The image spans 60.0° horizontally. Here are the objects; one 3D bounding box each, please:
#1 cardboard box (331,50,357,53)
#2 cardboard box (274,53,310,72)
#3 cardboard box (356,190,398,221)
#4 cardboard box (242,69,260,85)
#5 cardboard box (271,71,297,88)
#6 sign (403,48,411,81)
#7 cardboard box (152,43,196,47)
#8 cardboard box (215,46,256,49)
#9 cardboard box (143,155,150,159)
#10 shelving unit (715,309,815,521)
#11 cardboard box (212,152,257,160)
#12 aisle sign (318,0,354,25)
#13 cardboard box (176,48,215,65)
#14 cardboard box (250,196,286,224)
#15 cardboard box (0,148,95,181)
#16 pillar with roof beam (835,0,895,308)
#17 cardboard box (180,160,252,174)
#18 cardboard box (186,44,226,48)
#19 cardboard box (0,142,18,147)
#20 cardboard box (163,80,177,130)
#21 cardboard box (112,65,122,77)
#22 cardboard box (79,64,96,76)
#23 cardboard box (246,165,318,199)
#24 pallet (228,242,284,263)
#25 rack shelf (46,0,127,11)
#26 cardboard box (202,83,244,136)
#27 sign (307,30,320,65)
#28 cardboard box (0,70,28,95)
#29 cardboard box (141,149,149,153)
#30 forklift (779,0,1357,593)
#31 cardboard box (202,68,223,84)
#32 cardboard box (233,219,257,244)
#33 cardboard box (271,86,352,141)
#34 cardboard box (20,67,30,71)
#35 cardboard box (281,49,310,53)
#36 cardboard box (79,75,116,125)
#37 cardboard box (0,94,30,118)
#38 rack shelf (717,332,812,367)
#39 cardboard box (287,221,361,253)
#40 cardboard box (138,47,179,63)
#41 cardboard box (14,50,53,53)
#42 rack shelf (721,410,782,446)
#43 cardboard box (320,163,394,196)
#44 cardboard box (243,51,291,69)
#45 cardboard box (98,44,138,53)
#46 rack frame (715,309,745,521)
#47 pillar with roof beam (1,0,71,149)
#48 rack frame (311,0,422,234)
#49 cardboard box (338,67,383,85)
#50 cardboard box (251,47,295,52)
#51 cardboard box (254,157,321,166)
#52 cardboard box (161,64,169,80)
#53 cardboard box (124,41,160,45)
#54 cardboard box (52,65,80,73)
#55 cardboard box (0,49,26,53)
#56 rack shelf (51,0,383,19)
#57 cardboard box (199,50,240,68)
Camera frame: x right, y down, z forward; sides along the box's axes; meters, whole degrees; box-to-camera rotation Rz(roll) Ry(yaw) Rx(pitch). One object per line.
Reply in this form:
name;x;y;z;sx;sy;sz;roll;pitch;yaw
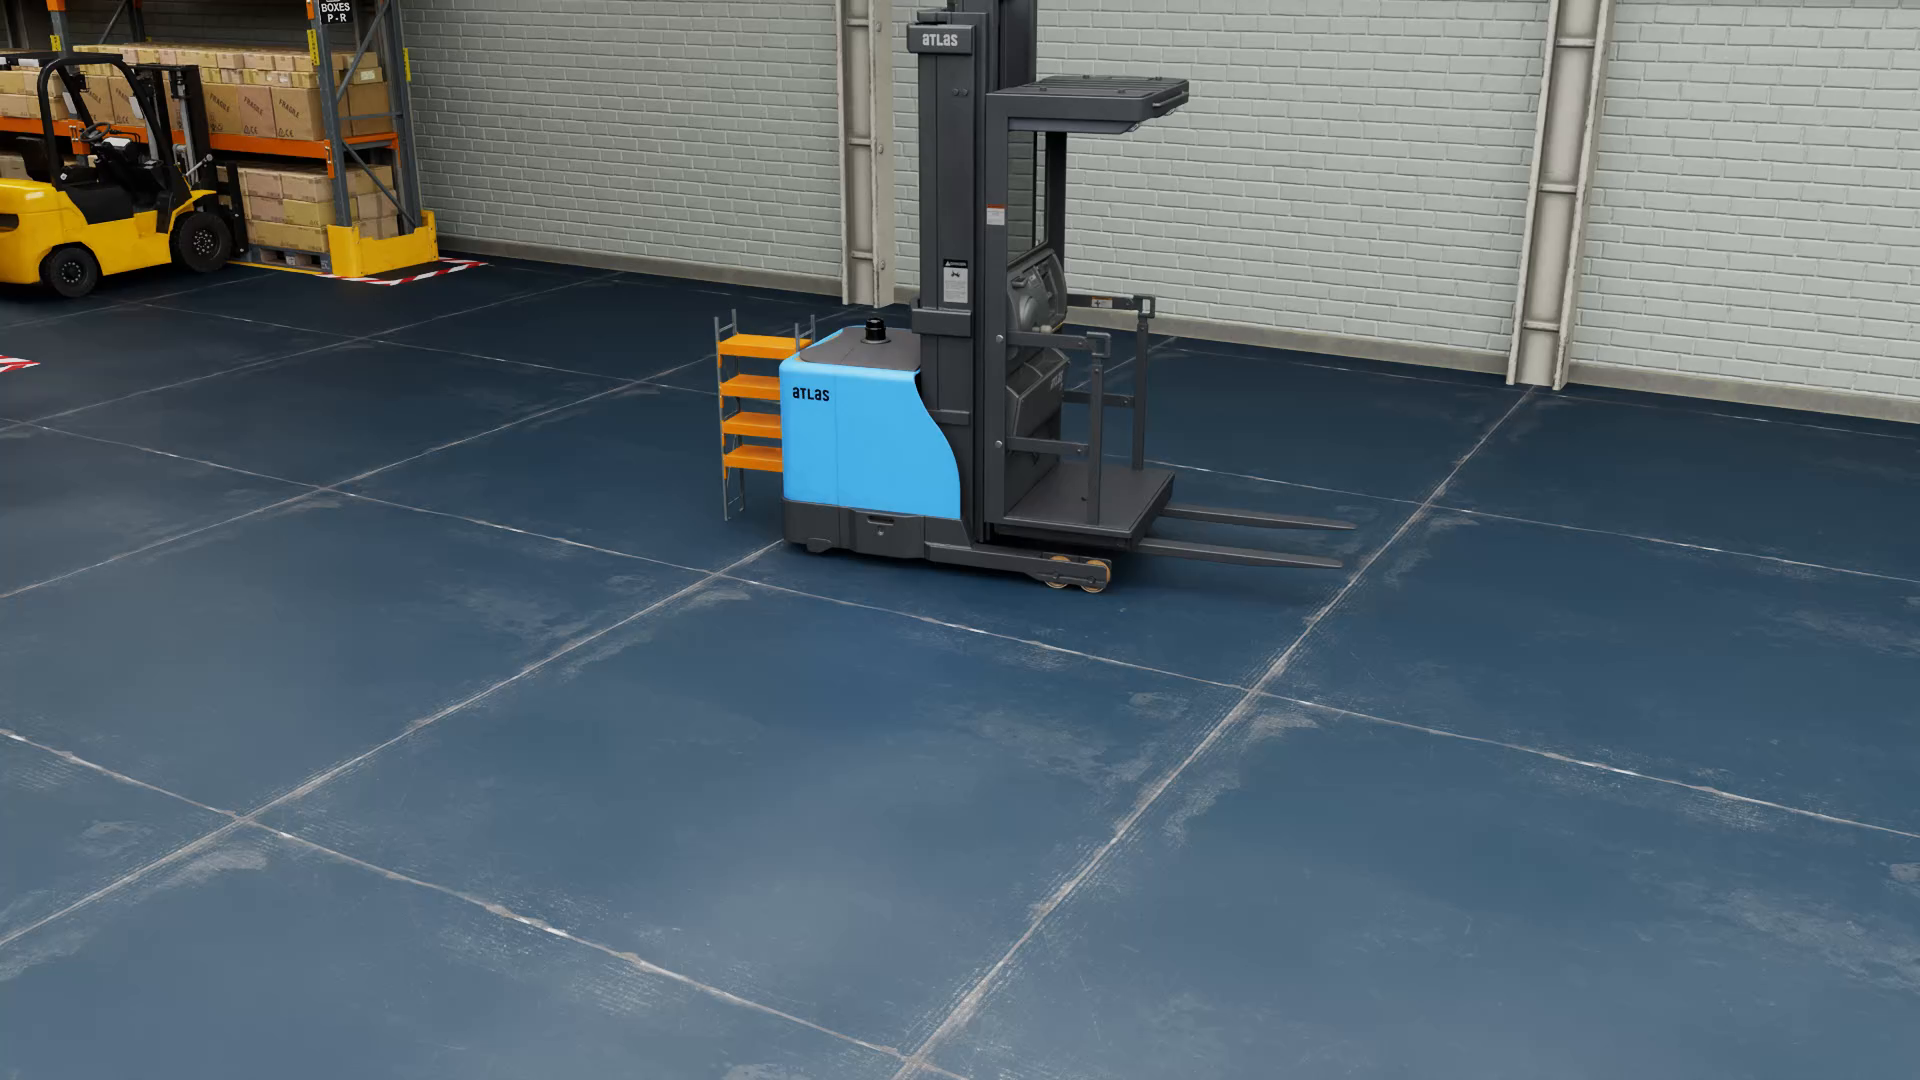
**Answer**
cardboard box;-6.304;-4.895;16.928;0.250;0.149;0.380;12;23;29
cardboard box;-6.559;-4.742;16.504;0.250;0.149;0.380;11;23;27
cardboard box;-6.222;-3.501;17.302;0.500;0.250;0.500;11;23;28
cardboard box;-6.997;-4.687;16.790;0.250;0.149;0.380;11;22;27
cardboard box;-6.590;-4.581;16.498;0.250;0.149;0.380;11;23;28
sign;-5.637;-4.830;16.895;0.005;0.325;0.100;11;23;27
cardboard box;-8.542;-5.321;18.101;0.250;0.149;0.380;11;22;27
cardboard box;-7.671;-5.141;17.605;0.250;0.149;0.380;12;23;29
cardboard box;-8.694;-3.999;17.942;0.500;0.250;0.500;11;23;27
shelving unit;-1.091;-0.687;9.498;0.503;1.200;0.258;7;21;17
cardboard box;-7.996;-4.069;18.134;0.500;0.250;0.500;11;23;28
aisle sign;-5.999;-5.345;15.889;0.004;0.787;0.394;11;23;27
cardboard box;-7.882;-5.010;17.244;0.250;0.149;0.380;11;23;28
cardboard box;-6.923;-3.436;17.121;0.500;0.250;0.500;11;22;27
cardboard box;-10.540;-4.182;19.363;0.625;0.625;0.875;11;22;27
pillar with roof beam;-2.943;-5.146;10.356;0.400;9.000;9.100;11;23;27
cardboard box;-7.800;-3.831;17.476;0.500;0.250;0.500;10;22;26
cardboard box;-8.077;-5.249;17.902;0.250;0.149;0.380;10;22;26
cardboard box;-11.785;-4.419;20.014;0.625;0.625;0.875;12;23;29
cardboard box;-8.239;-4.616;17.546;0.500;0.500;0.500;11;22;27
cardboard box;-8.787;-5.029;17.734;0.250;0.149;0.380;11;23;27
cardboard box;-9.255;-5.107;17.948;0.250;0.149;0.380;10;22;26
cardboard box;-6.916;-3.663;17.015;0.500;0.250;0.500;11;23;28
pallet;-7.662;-3.228;17.955;1.213;0.211;1.003;11;23;27
rack shelf;-11.151;-6.291;18.965;4.000;0.370;1.077;11;23;27
cardboard box;-7.367;-4.446;17.077;0.500;0.500;0.500;10;22;26
sign;-6.190;-4.718;15.927;0.005;0.325;0.100;11;23;27
cardboard box;-10.411;-5.140;18.623;0.500;0.250;0.500;10;22;26
cardboard box;-8.881;-4.237;18.597;0.500;0.250;0.500;11;23;28
forklift;0.592;-1.308;8.674;3.031;2.935;1.130;7;21;18
cardboard box;-7.484;-4.754;16.973;0.250;0.149;0.380;11;23;28
cardboard box;-7.339;-3.282;17.429;0.500;0.250;0.500;11;23;28
cardboard box;-6.471;-4.272;16.597;0.500;0.500;0.500;10;22;26
cardboard box;-10.234;-5.323;18.543;0.250;0.149;0.380;11;23;27
cardboard box;-6.760;-4.971;17.137;0.250;0.149;0.380;11;23;28
cardboard box;-9.145;-4.782;18.003;0.500;0.500;0.500;10;22;26
cardboard box;-10.414;-4.904;18.705;0.500;0.250;0.500;11;22;27
rack shelf;-1.091;-1.056;9.364;0.480;0.148;0.258;7;21;17
cardboard box;-6.477;-3.110;16.957;0.500;0.250;0.500;11;23;28
cardboard box;-8.358;-5.072;17.415;0.250;0.149;0.380;10;22;26
cardboard box;-10.694;-5.589;19.275;0.250;0.149;0.380;11;22;27
rack shelf;-1.091;-0.623;9.521;0.480;0.148;0.258;7;21;17
cardboard box;-6.240;-3.732;17.206;0.500;0.250;0.500;10;22;26
cardboard box;-6.982;-4.841;16.777;0.250;0.149;0.380;11;23;28
cardboard box;-8.990;-5.226;17.838;0.250;0.149;0.380;11;23;28
rack frame;-1.322;-0.713;9.572;0.015;1.200;0.240;7;21;17
pillar with roof beam;-13.419;-7.142;15.857;0.400;9.000;9.100;11;23;27
rack frame;-5.913;-4.221;16.603;0.127;3.000;1.000;11;23;27
cardboard box;-6.082;-4.707;16.844;0.250;0.149;0.380;10;22;26
cardboard box;-7.183;-5.081;17.439;0.250;0.149;0.380;10;22;26
cardboard box;-7.110;-3.901;17.670;0.500;0.250;0.500;11;22;27
cardboard box;-8.152;-4.886;17.337;0.250;0.149;0.380;10;22;26
cardboard box;-8.979;-5.415;18.361;0.250;0.149;0.380;11;23;27
cardboard box;-9.811;-5.229;18.284;0.250;0.149;0.380;12;23;29
cardboard box;-11.165;-5.660;19.472;0.250;0.149;0.380;12;23;29
rack shelf;-7.659;-5.626;17.132;4.000;0.370;1.077;11;23;27
cardboard box;-7.491;-4.892;16.919;0.250;0.149;0.380;11;23;28
